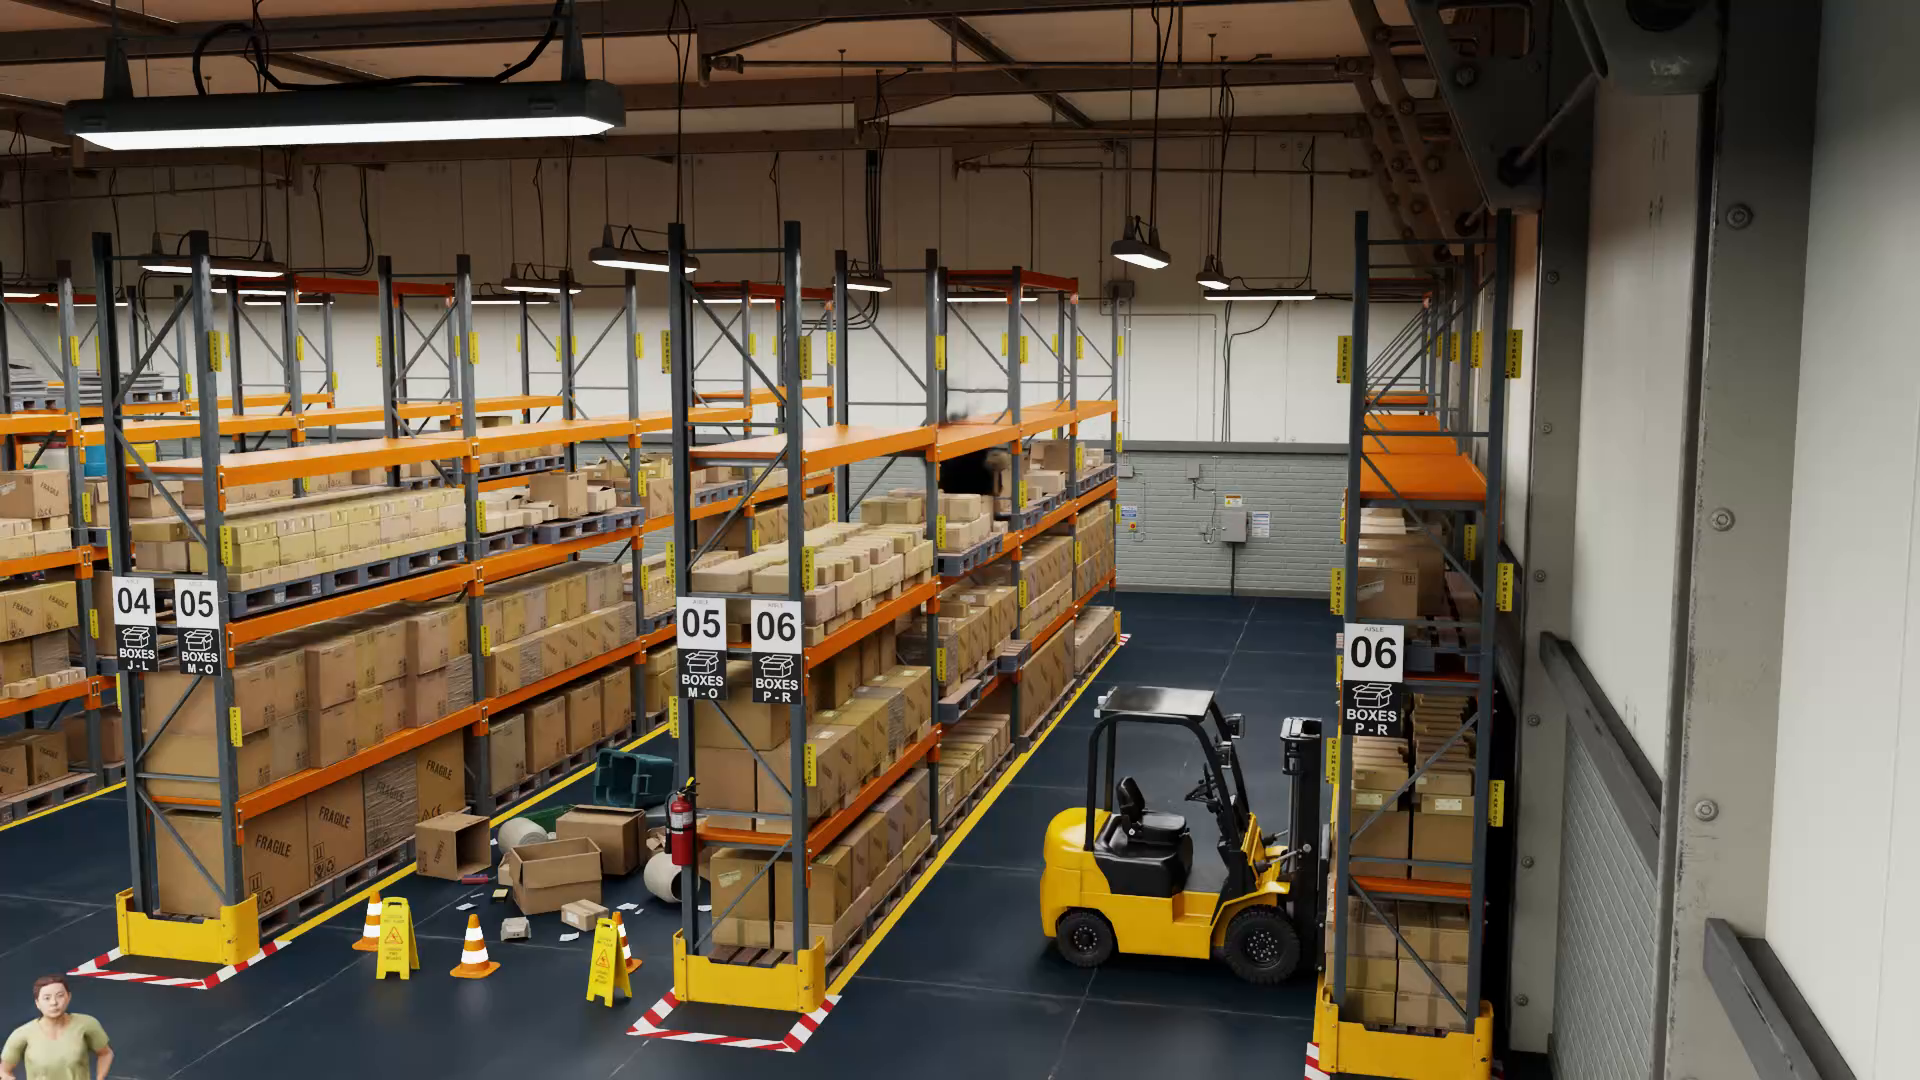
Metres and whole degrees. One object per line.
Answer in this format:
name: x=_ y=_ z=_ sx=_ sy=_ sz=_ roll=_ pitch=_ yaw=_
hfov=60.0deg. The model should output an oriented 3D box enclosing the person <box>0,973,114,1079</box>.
person: x=-5.066 y=3.226 z=9.373 sx=0.578 sy=1.619 sz=0.568 roll=-5 pitch=8 yaw=-34
